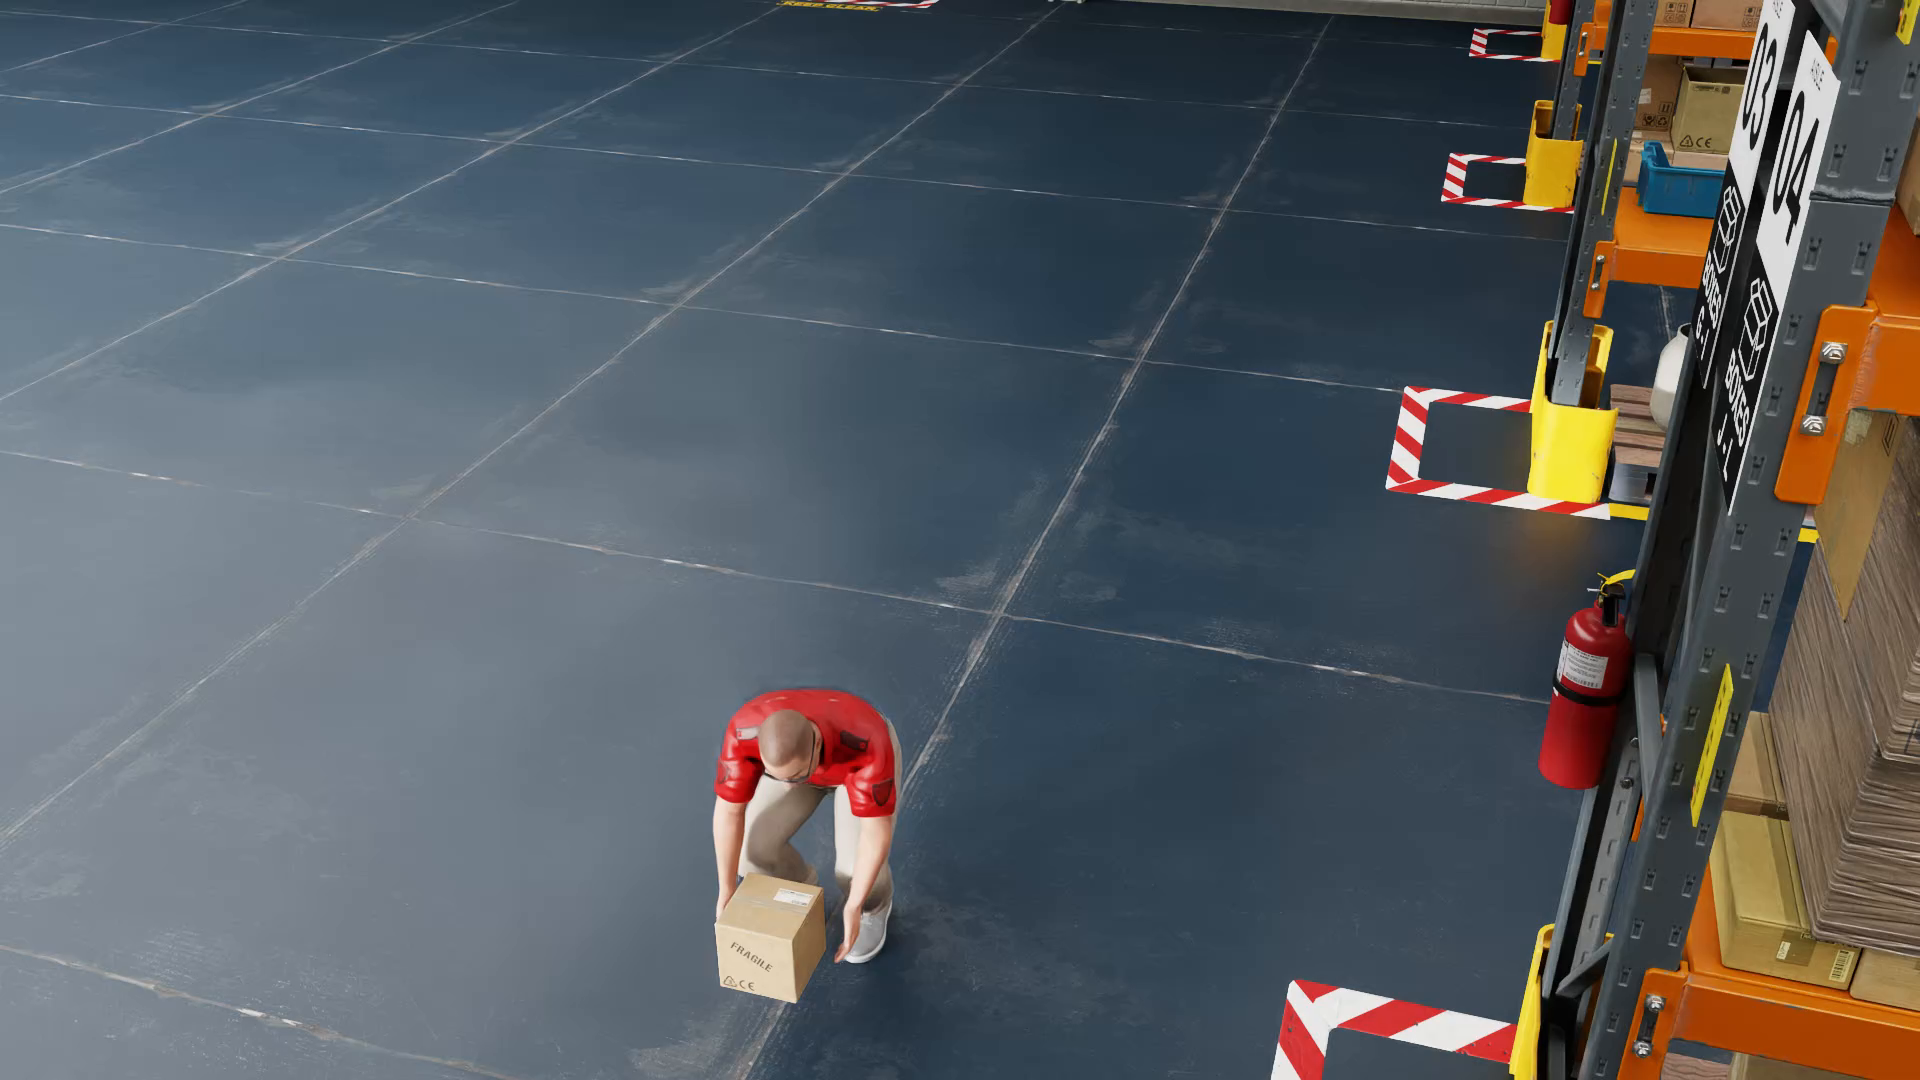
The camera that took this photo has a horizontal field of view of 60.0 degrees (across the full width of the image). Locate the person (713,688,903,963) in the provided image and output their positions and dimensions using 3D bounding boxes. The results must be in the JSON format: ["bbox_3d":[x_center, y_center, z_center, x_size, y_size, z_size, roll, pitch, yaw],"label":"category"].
[{"bbox_3d":[-0.427,0.840,5.250,0.568,1.130,0.818,8,30,15],"label":"person"}]
